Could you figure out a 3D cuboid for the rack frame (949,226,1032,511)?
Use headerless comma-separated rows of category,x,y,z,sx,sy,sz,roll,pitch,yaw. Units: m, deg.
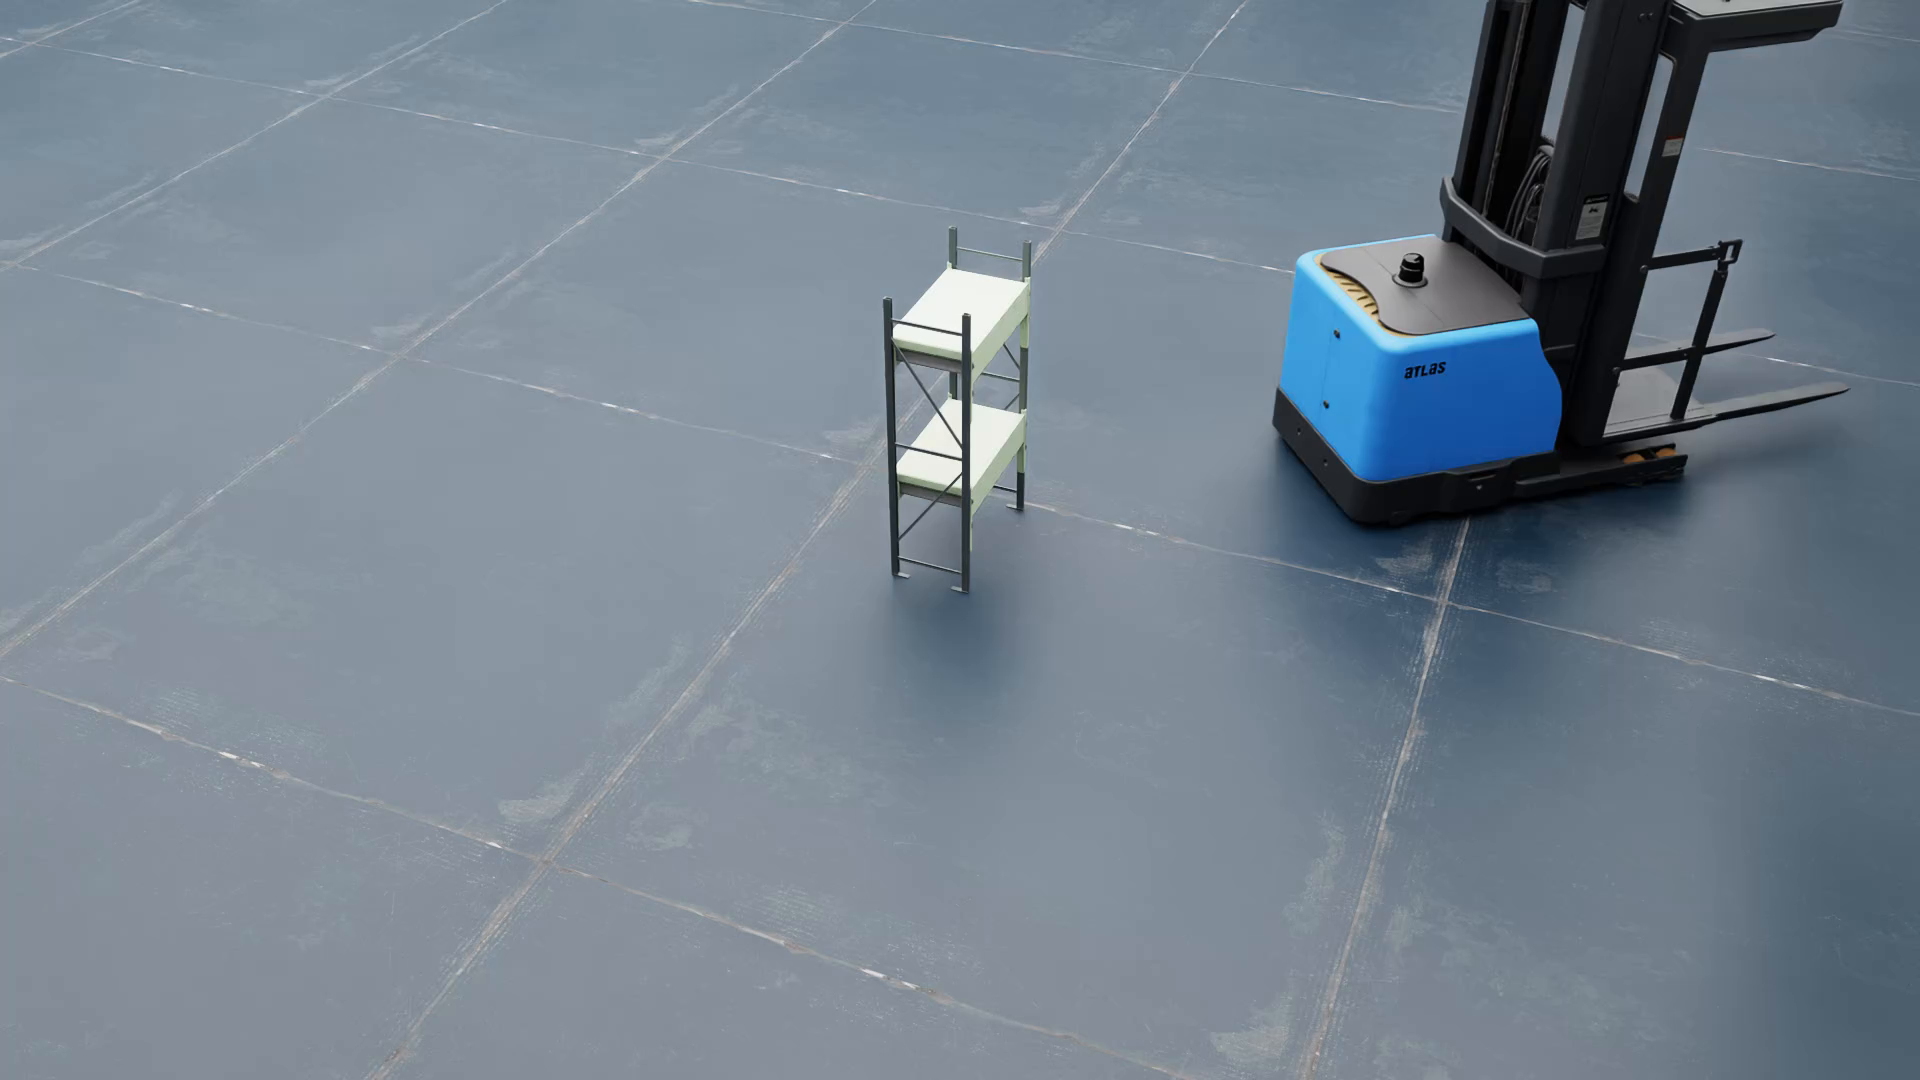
rack frame,0.137,-0.800,8.067,0.400,1.500,0.023,14,39,18

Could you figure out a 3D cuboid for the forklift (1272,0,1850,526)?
forklift,3.260,-1.745,8.137,3.031,2.935,1.130,-10,38,-13

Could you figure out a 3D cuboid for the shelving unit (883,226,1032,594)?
shelving unit,-0.003,-0.597,7.796,0.431,1.500,0.755,14,39,18

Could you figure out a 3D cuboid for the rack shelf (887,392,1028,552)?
rack shelf,-0.003,-0.336,7.991,0.431,0.370,0.720,14,39,18

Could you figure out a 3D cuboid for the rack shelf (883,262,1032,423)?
rack shelf,-0.003,-0.910,7.562,0.431,0.370,0.720,14,39,18

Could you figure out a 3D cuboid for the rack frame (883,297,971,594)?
rack frame,-0.142,-0.394,7.525,0.400,1.500,0.023,14,39,18
